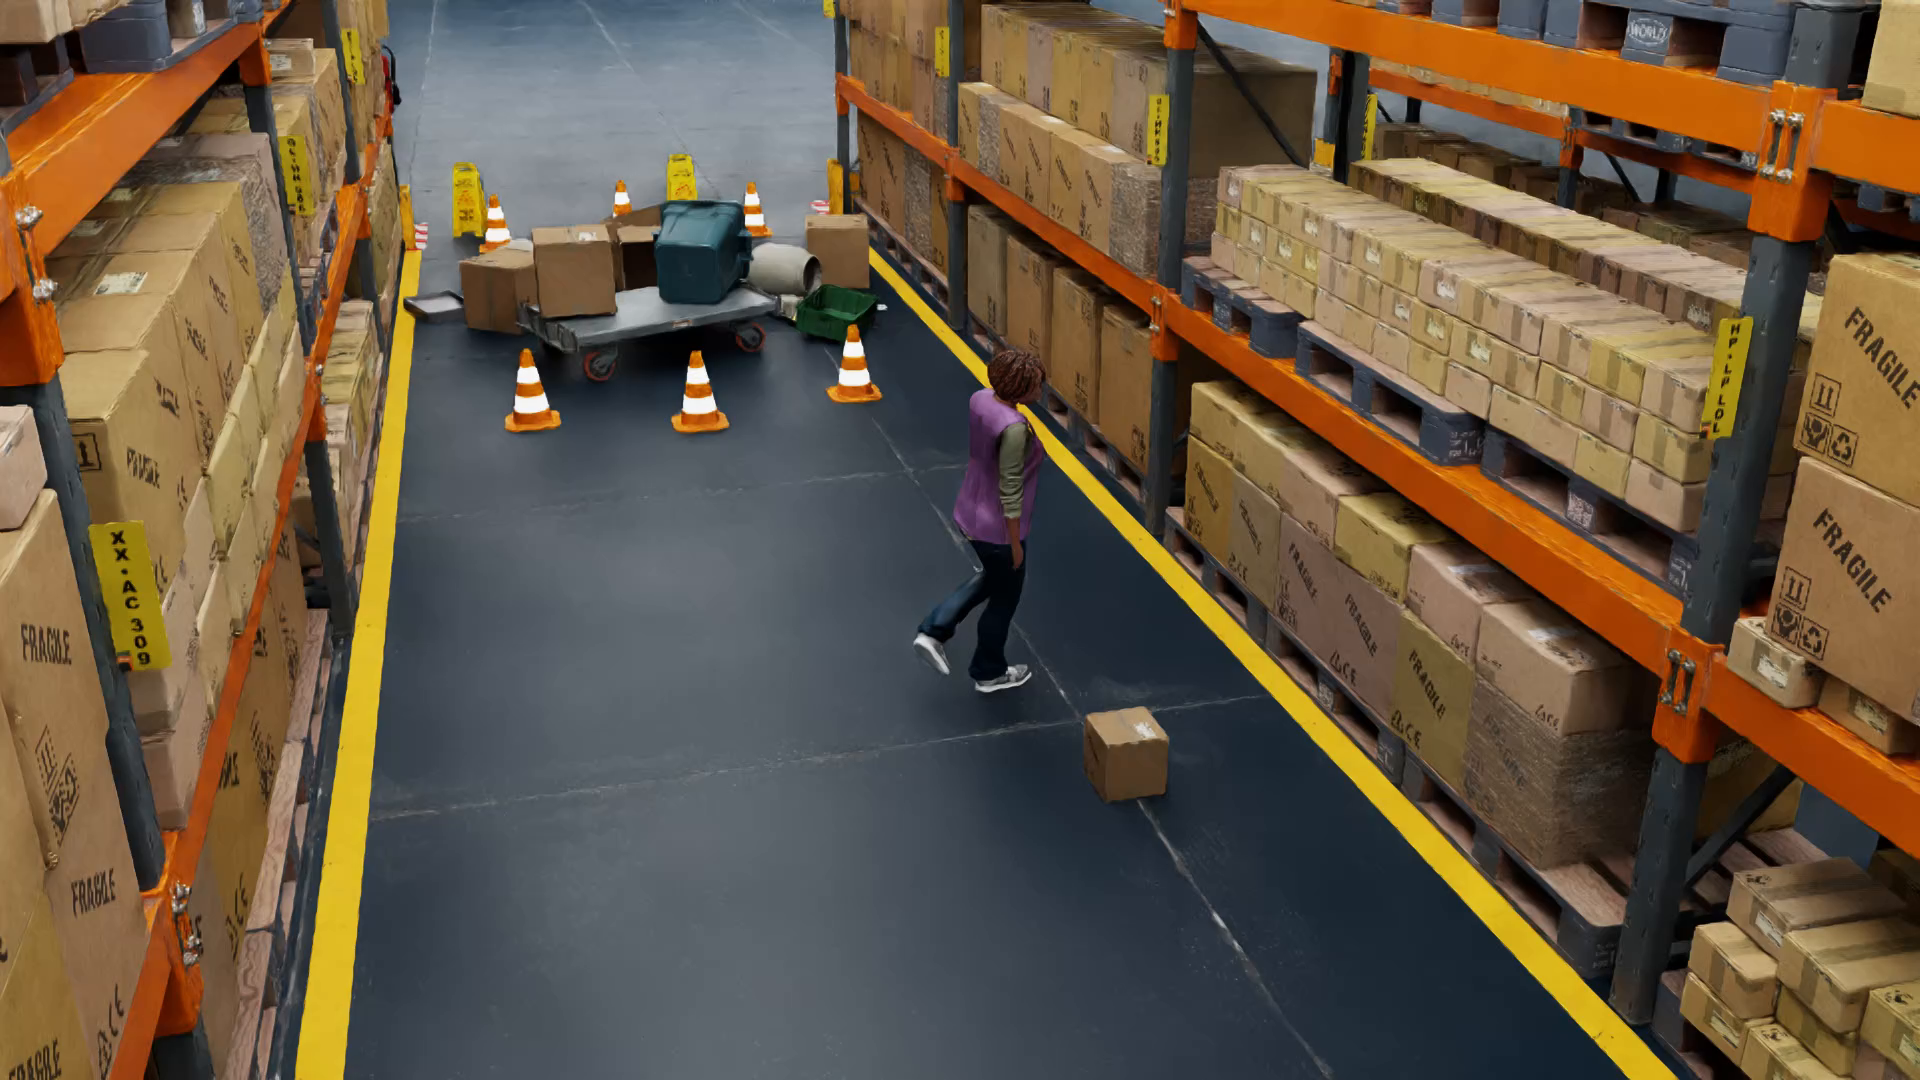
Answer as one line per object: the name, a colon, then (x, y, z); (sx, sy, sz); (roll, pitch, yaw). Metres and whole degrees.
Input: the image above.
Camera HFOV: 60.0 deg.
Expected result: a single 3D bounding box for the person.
person: (0.103, -0.039, 6.727); (0.545, 1.564, 0.463); (-10, 25, -23)
